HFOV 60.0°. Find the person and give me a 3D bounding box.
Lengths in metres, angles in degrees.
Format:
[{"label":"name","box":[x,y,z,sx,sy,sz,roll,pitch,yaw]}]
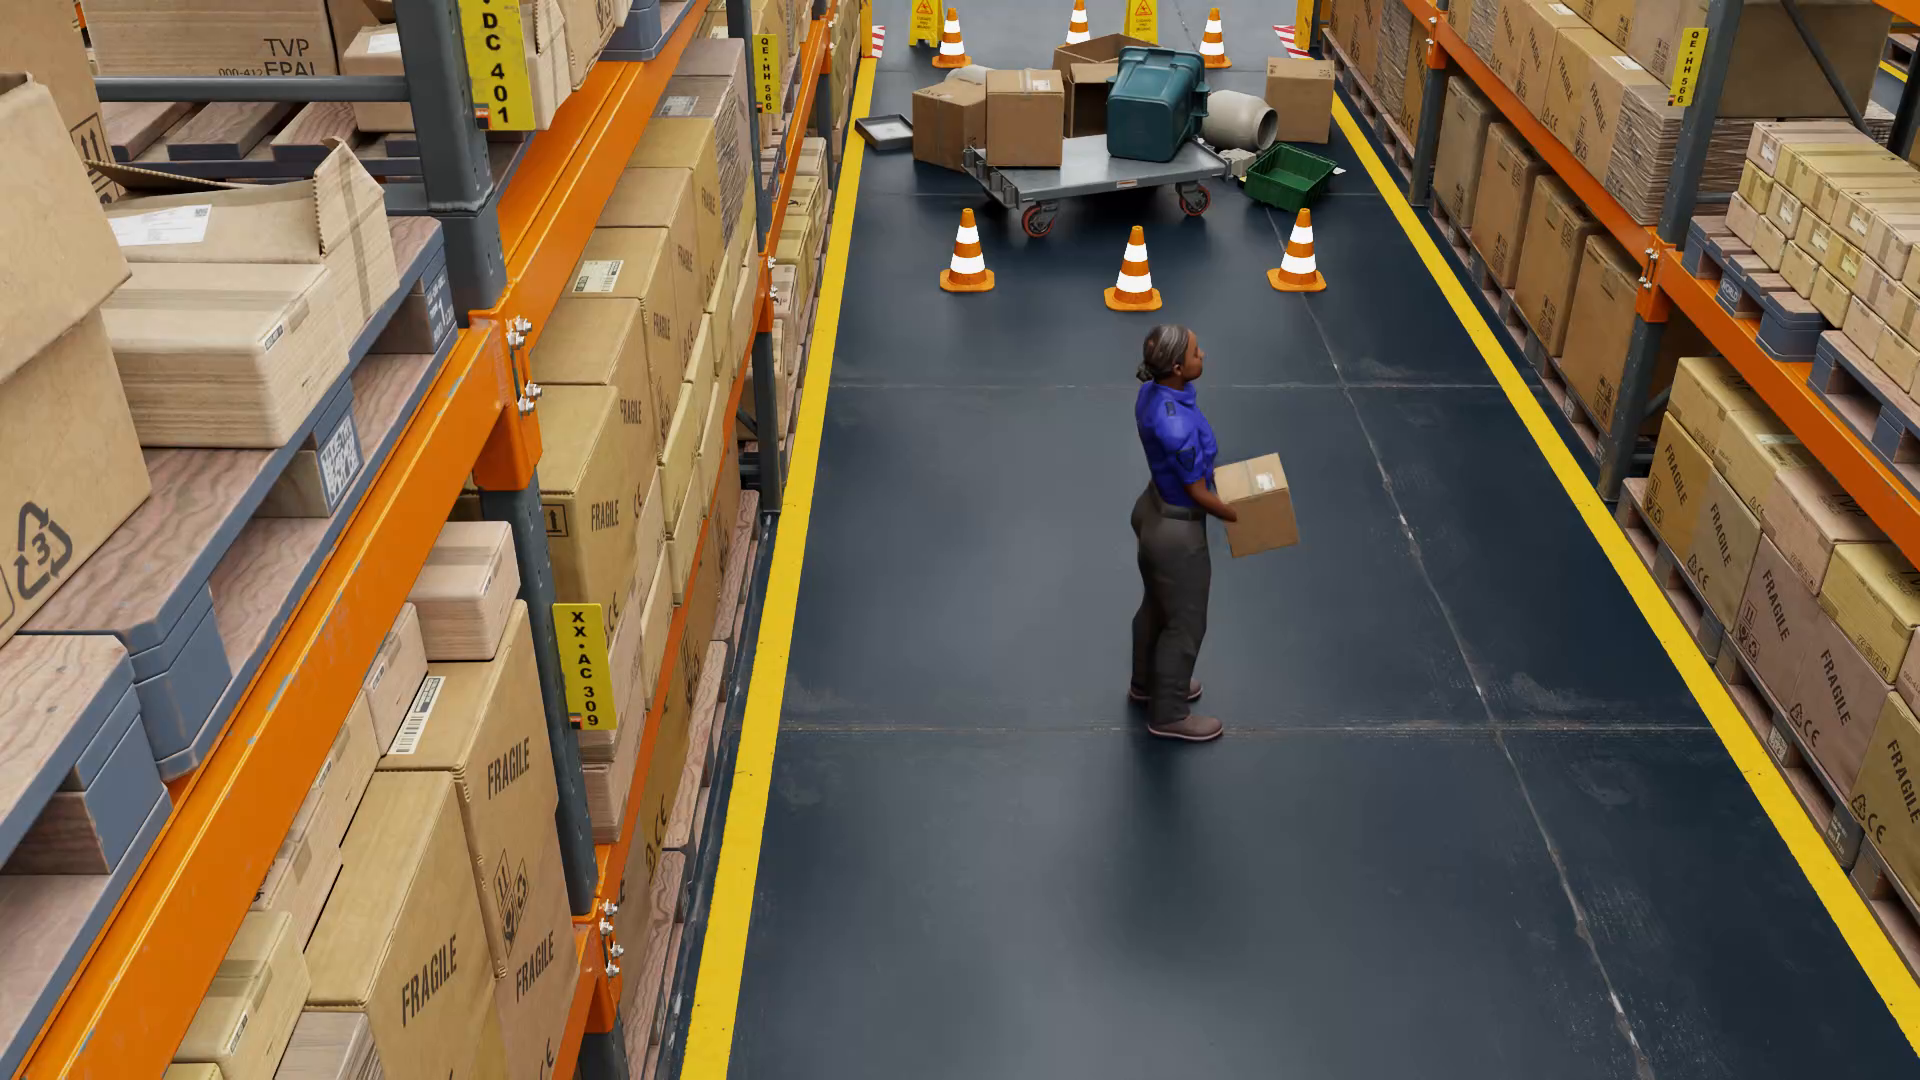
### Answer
[{"label":"person","box":[0.868,-0.039,6.203,0.503,1.656,0.479,-4,32,-6]}]
